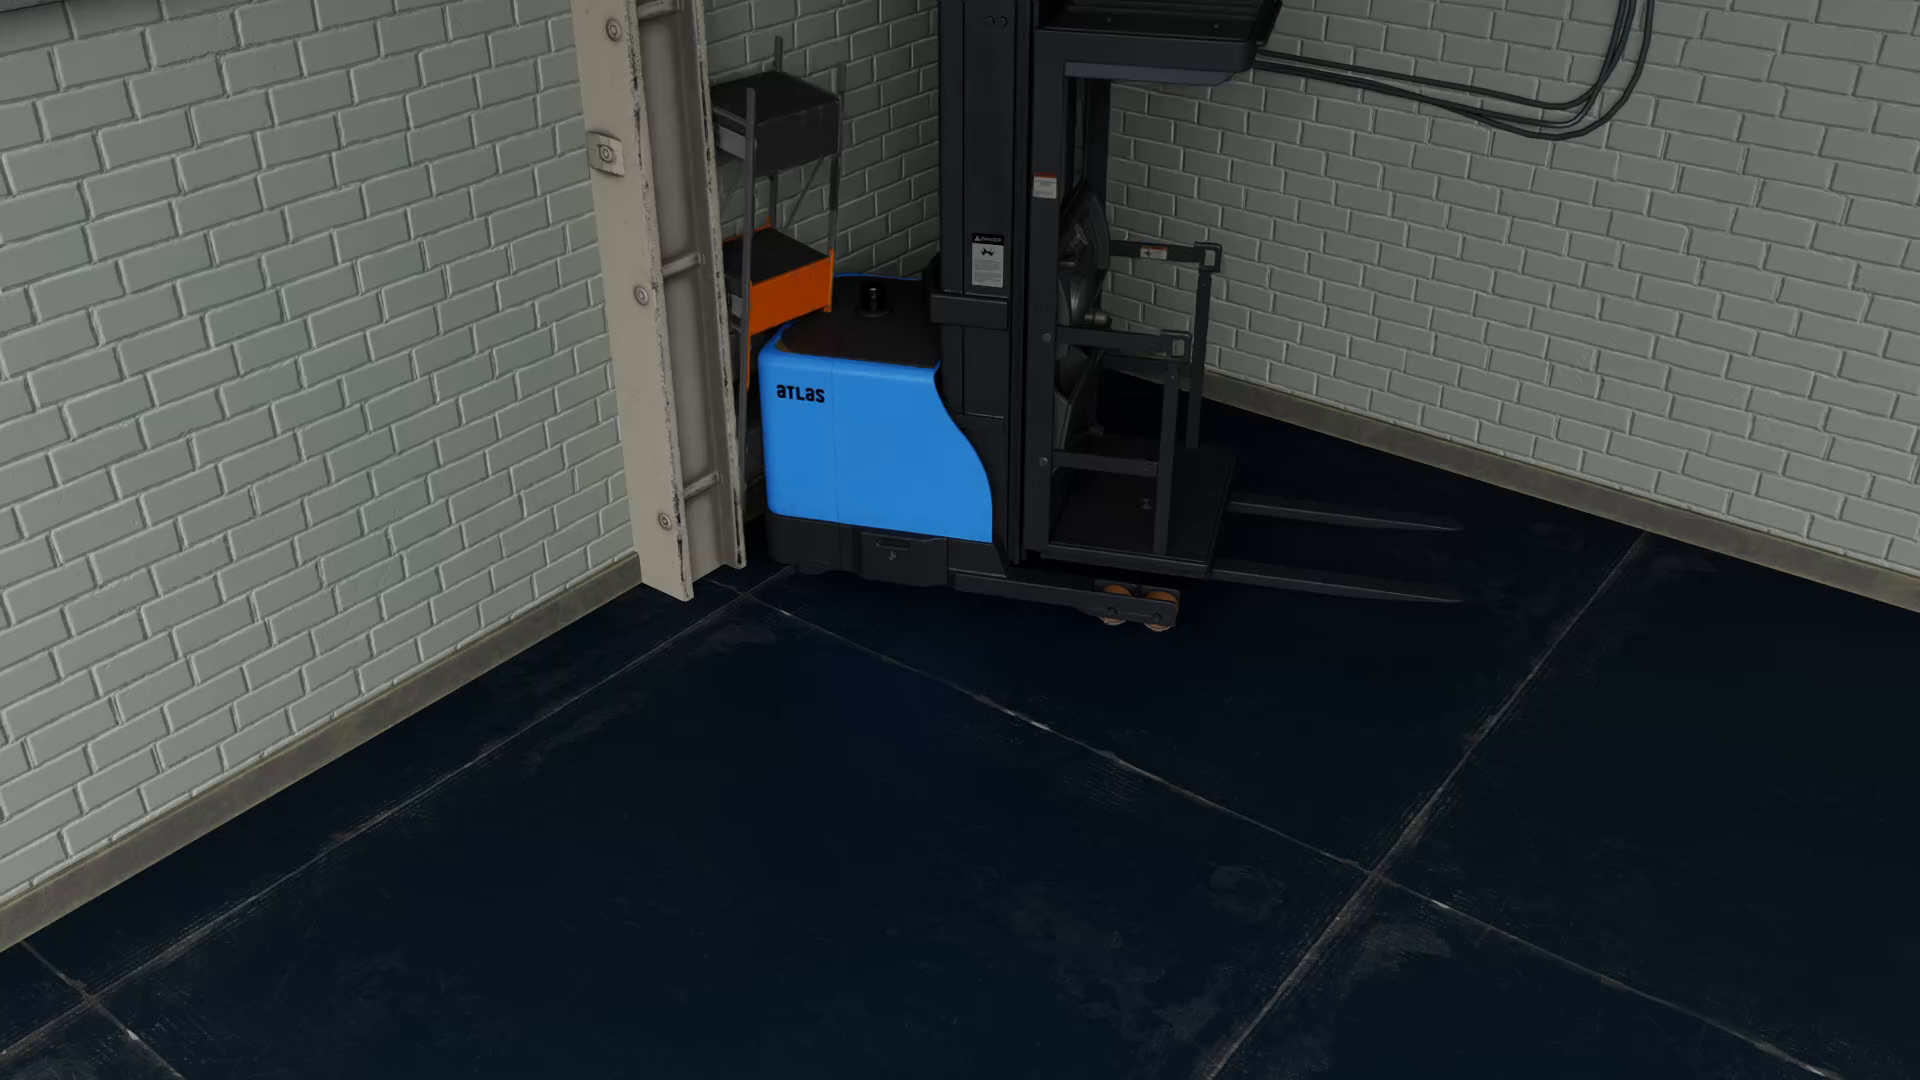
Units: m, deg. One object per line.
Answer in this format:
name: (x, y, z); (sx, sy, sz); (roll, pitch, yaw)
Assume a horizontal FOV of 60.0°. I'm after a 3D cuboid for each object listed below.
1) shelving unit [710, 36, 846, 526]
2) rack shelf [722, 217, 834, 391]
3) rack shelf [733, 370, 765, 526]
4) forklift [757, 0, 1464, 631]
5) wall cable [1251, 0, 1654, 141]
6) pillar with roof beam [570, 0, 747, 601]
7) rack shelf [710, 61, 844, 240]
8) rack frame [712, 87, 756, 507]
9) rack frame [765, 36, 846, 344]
shelving unit: (-0.871, -1.036, 7.173); (0.431, 2.100, 0.503); (31, 42, 30)
rack shelf: (-0.872, -1.025, 7.181); (0.431, 0.518, 0.480); (31, 42, 30)
rack shelf: (-0.940, -0.455, 7.583); (0.431, 0.518, 0.480); (31, 42, 30)
forklift: (0.702, -1.174, 6.856); (3.031, 2.935, 1.130); (7, 31, 12)
wall cable: (1.626, -3.182, 7.339); (3.097, 2.526, 0.112); (21, 37, 31)
pillar with roof beam: (2.225, -2.403, 2.978); (9.100, 9.000, 0.400); (21, 37, 31)
rack shelf: (-0.803, -1.594, 6.780); (0.431, 0.518, 0.480); (31, 42, 30)
rack frame: (-1.032, -0.944, 7.015); (0.400, 2.100, 0.015); (31, 42, 30)
rack frame: (-0.709, -1.128, 7.332); (0.400, 2.100, 0.015); (31, 42, 30)
